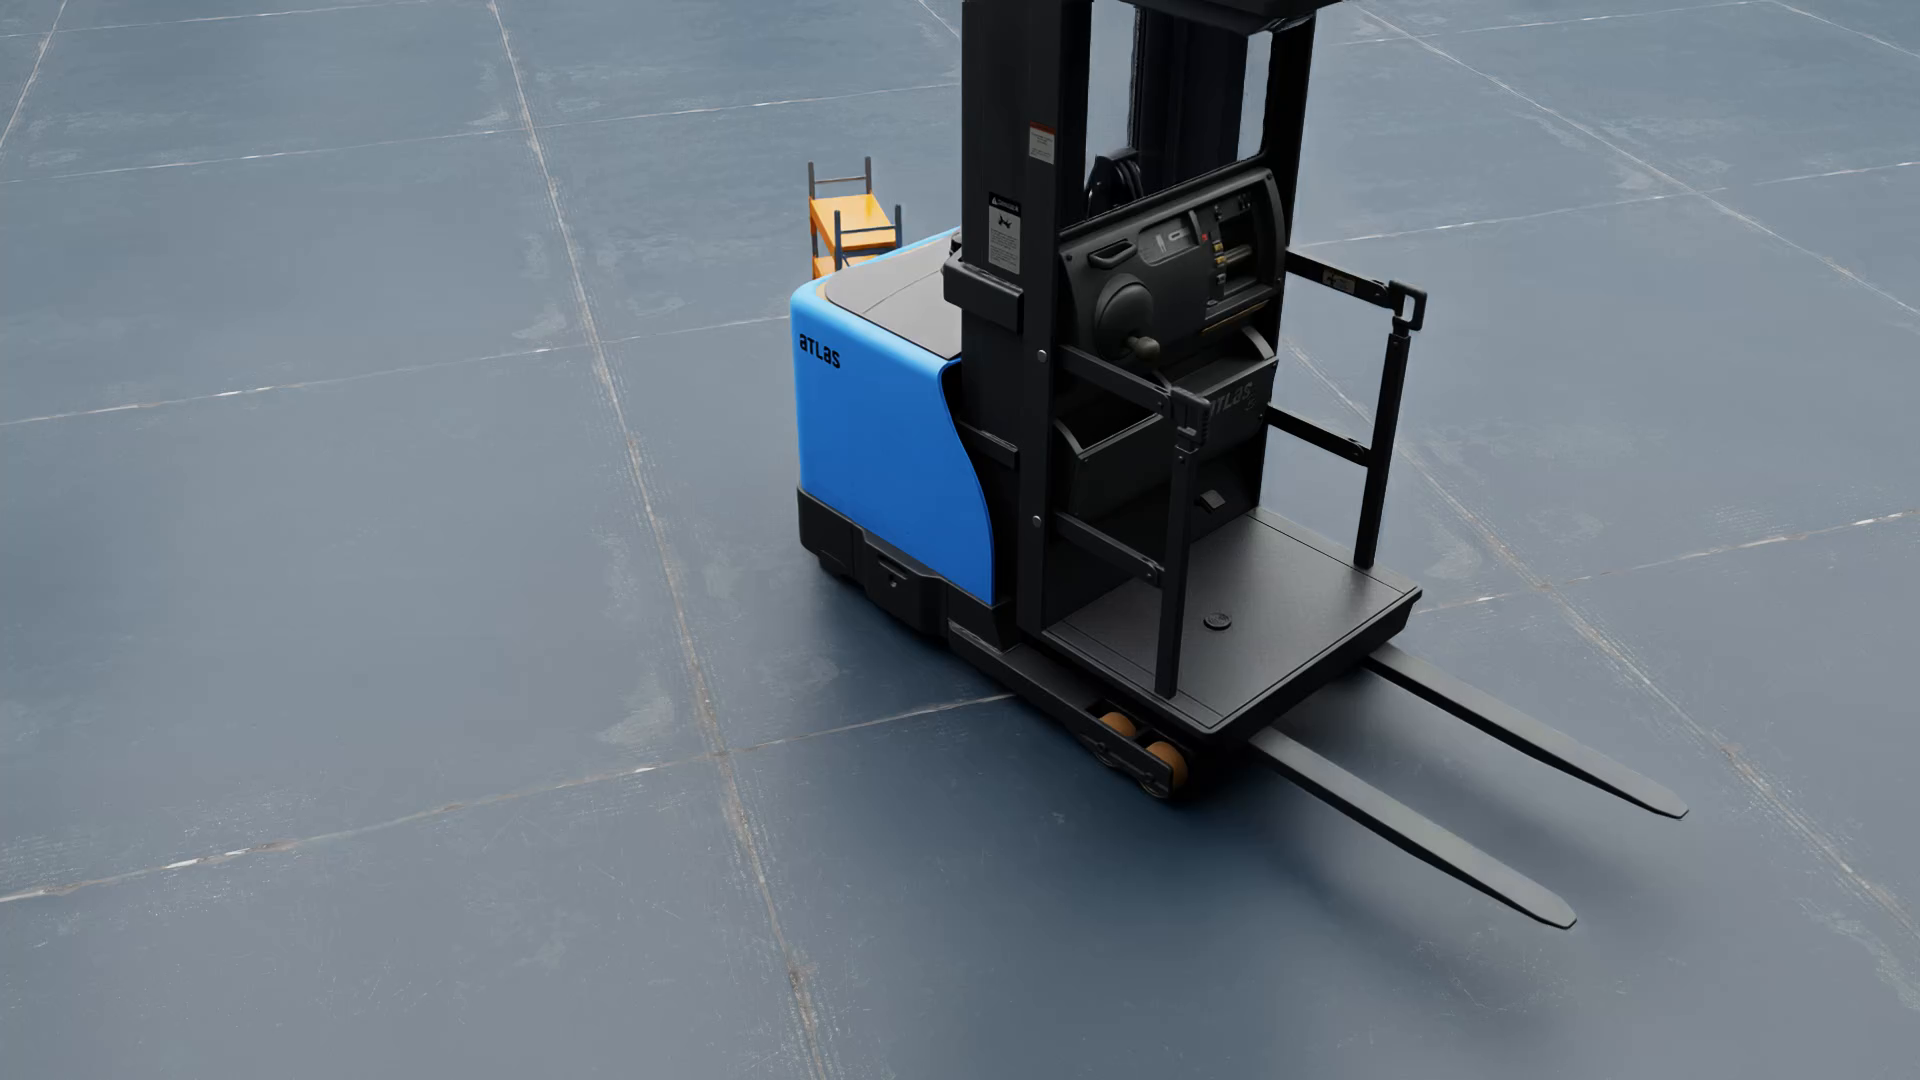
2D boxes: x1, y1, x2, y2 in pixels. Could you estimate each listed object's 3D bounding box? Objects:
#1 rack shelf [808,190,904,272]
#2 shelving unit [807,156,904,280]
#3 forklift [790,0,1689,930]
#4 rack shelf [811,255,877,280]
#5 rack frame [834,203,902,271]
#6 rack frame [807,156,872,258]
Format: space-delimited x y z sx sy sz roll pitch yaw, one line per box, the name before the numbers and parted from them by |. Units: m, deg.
rack shelf | -0.389 -1.125 6.151 0.258 0.148 0.480 -9 34 -13
shelving unit | -0.389 -0.797 6.368 0.258 1.200 0.503 -9 34 -13
forklift | 0.784 -0.761 4.743 1.130 2.935 3.031 -27 42 -35
rack shelf | -0.389 -0.927 6.281 0.258 0.148 0.480 -9 34 -13
rack frame | -0.325 -0.667 6.171 0.240 1.200 0.015 -9 34 -13
rack frame | -0.453 -0.927 6.564 0.240 1.200 0.015 -9 34 -13
